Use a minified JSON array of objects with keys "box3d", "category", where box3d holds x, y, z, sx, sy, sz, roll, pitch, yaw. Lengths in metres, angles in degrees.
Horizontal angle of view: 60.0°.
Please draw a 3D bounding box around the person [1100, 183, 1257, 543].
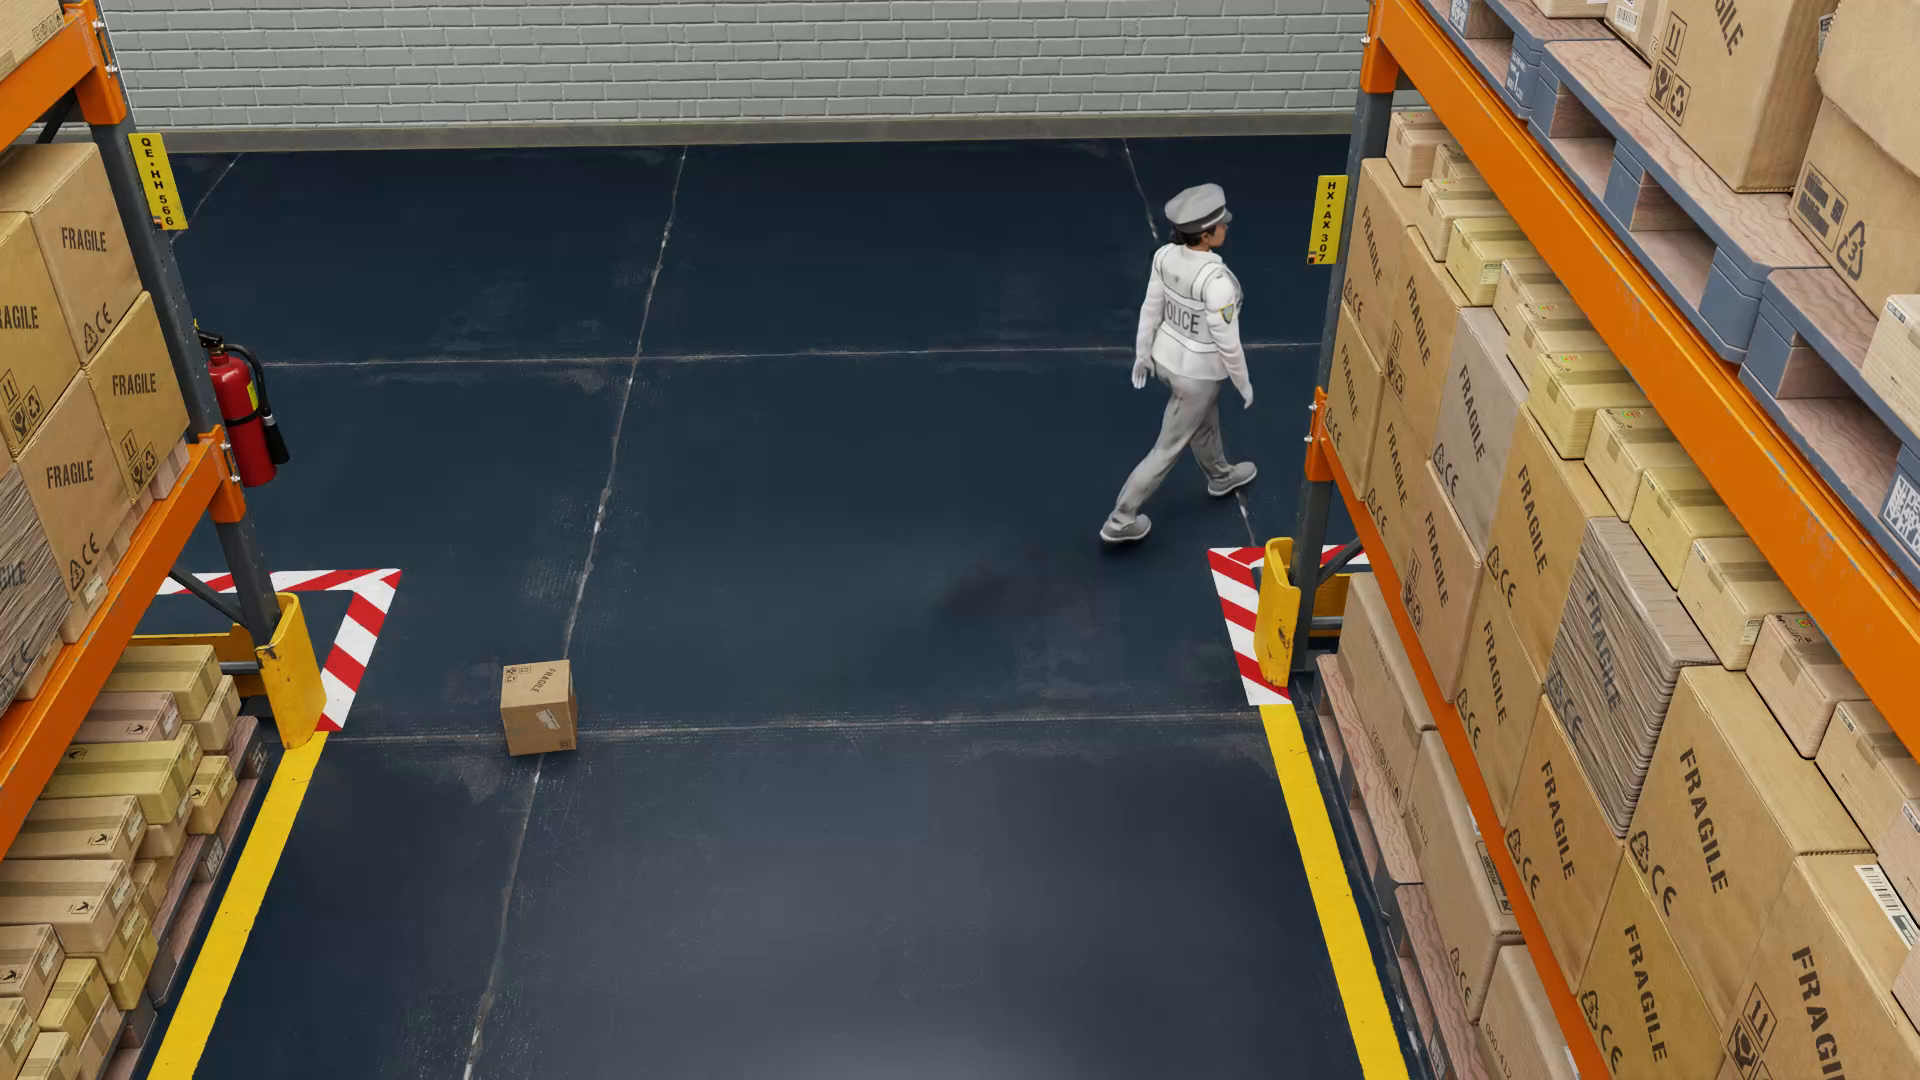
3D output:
[{"box3d":[1.047,-0.770,7.188,0.967,1.631,0.527,-17,39,-23],"category":"person"}]
